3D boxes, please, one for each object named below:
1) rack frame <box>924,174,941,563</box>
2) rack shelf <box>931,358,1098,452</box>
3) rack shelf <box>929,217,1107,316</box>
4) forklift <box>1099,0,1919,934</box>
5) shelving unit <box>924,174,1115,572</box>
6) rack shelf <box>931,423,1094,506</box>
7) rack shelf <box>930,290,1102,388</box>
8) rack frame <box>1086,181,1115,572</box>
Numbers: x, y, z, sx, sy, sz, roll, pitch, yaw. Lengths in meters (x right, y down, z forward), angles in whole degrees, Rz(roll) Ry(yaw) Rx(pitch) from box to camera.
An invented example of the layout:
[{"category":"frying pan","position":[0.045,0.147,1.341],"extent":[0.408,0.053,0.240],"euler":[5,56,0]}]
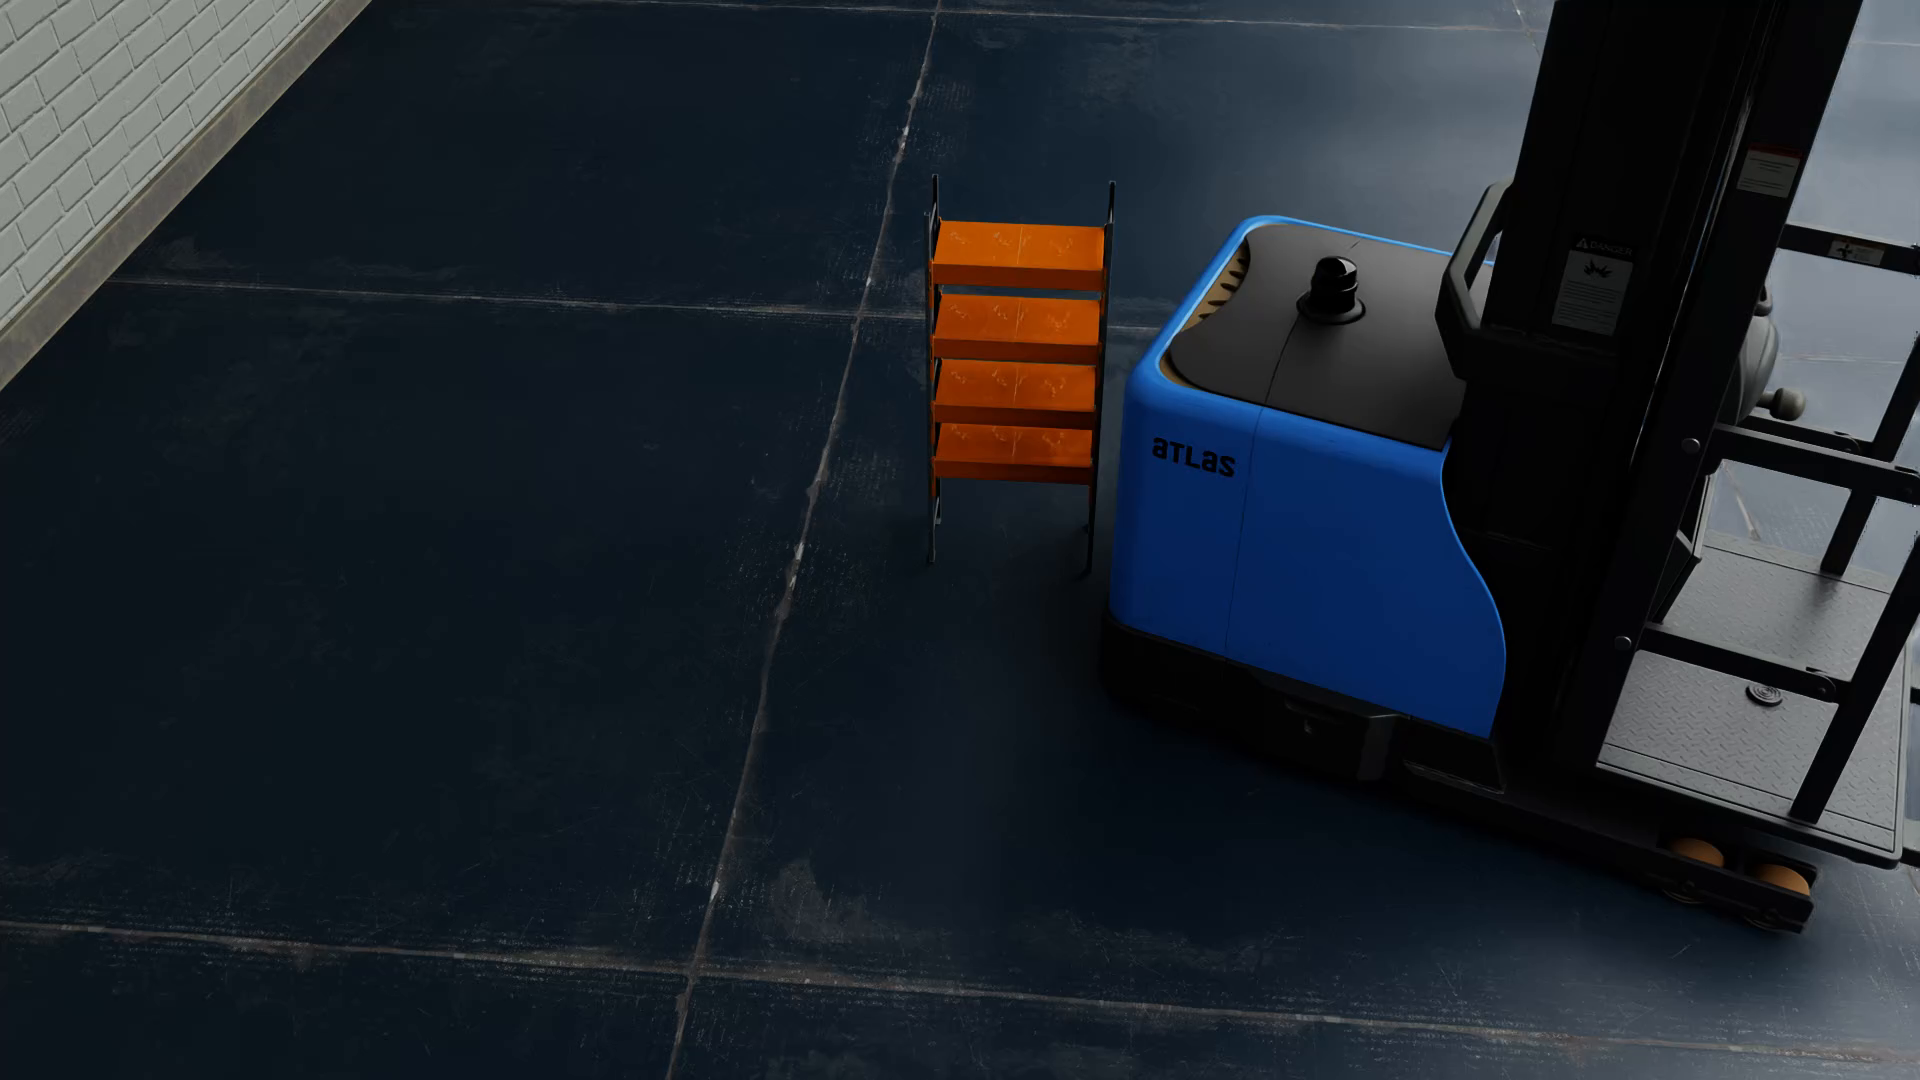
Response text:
[{"category":"rack frame","position":[-0.078,-0.470,4.876],"extent":[0.015,1.200,0.240],"euler":[3,39,4]},{"category":"rack shelf","position":[0.165,-0.404,4.903],"extent":[0.480,0.148,0.258],"euler":[3,39,4]},{"category":"rack shelf","position":[0.165,-0.761,4.612],"extent":[0.480,0.148,0.258],"euler":[3,39,4]},{"category":"forklift","position":[1.947,-0.565,3.623],"extent":[3.031,2.935,1.130],"euler":[17,42,20]},{"category":"shelving unit","position":[0.165,-0.456,4.860],"extent":[0.503,1.200,0.258],"euler":[3,39,4]},{"category":"rack shelf","position":[0.165,-0.250,5.028],"extent":[0.480,0.148,0.258],"euler":[3,39,4]},{"category":"rack shelf","position":[0.165,-0.578,4.761],"extent":[0.480,0.148,0.258],"euler":[3,39,4]},{"category":"rack frame","position":[0.408,-0.443,4.844],"extent":[0.015,1.200,0.240],"euler":[3,39,4]}]
